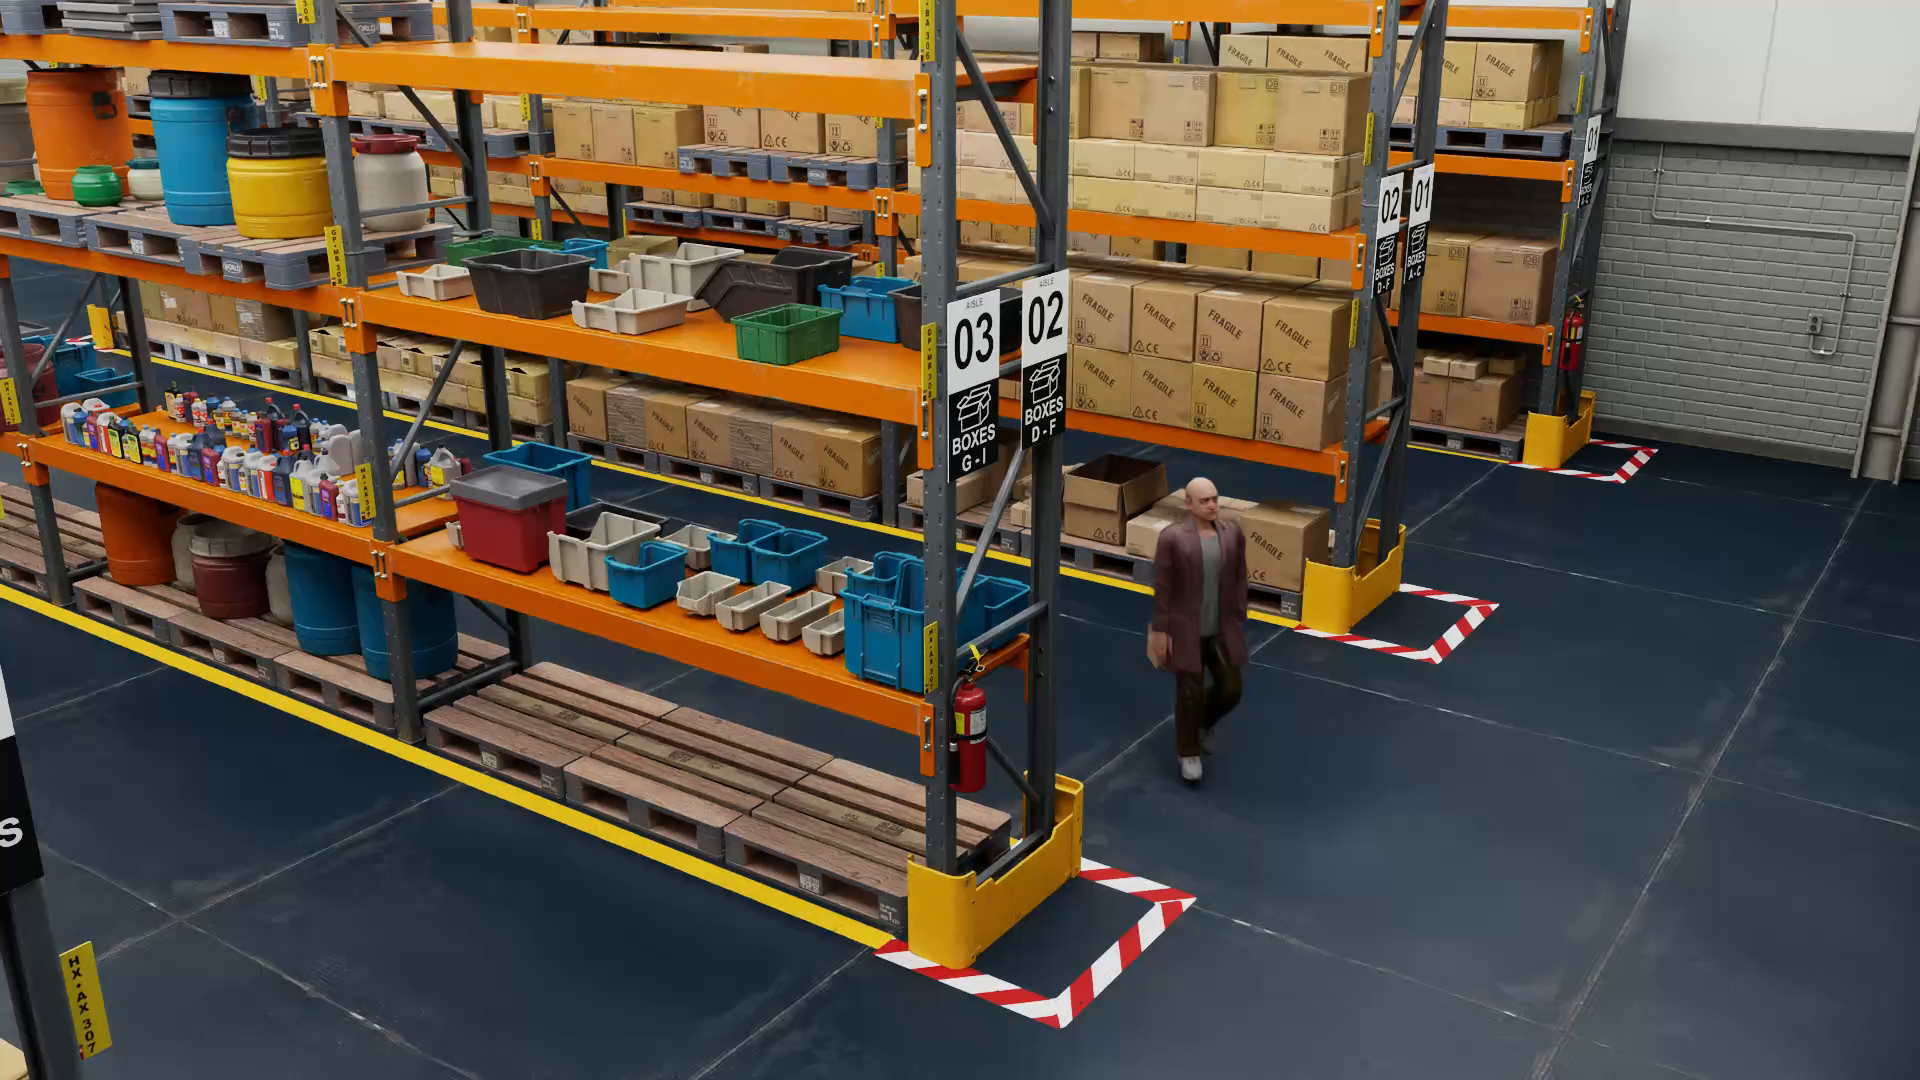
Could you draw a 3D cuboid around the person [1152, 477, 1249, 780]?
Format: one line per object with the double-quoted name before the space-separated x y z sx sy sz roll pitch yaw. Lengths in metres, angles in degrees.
"person" 1.389 0.495 9.627 0.596 1.766 0.573 -3 20 -10
